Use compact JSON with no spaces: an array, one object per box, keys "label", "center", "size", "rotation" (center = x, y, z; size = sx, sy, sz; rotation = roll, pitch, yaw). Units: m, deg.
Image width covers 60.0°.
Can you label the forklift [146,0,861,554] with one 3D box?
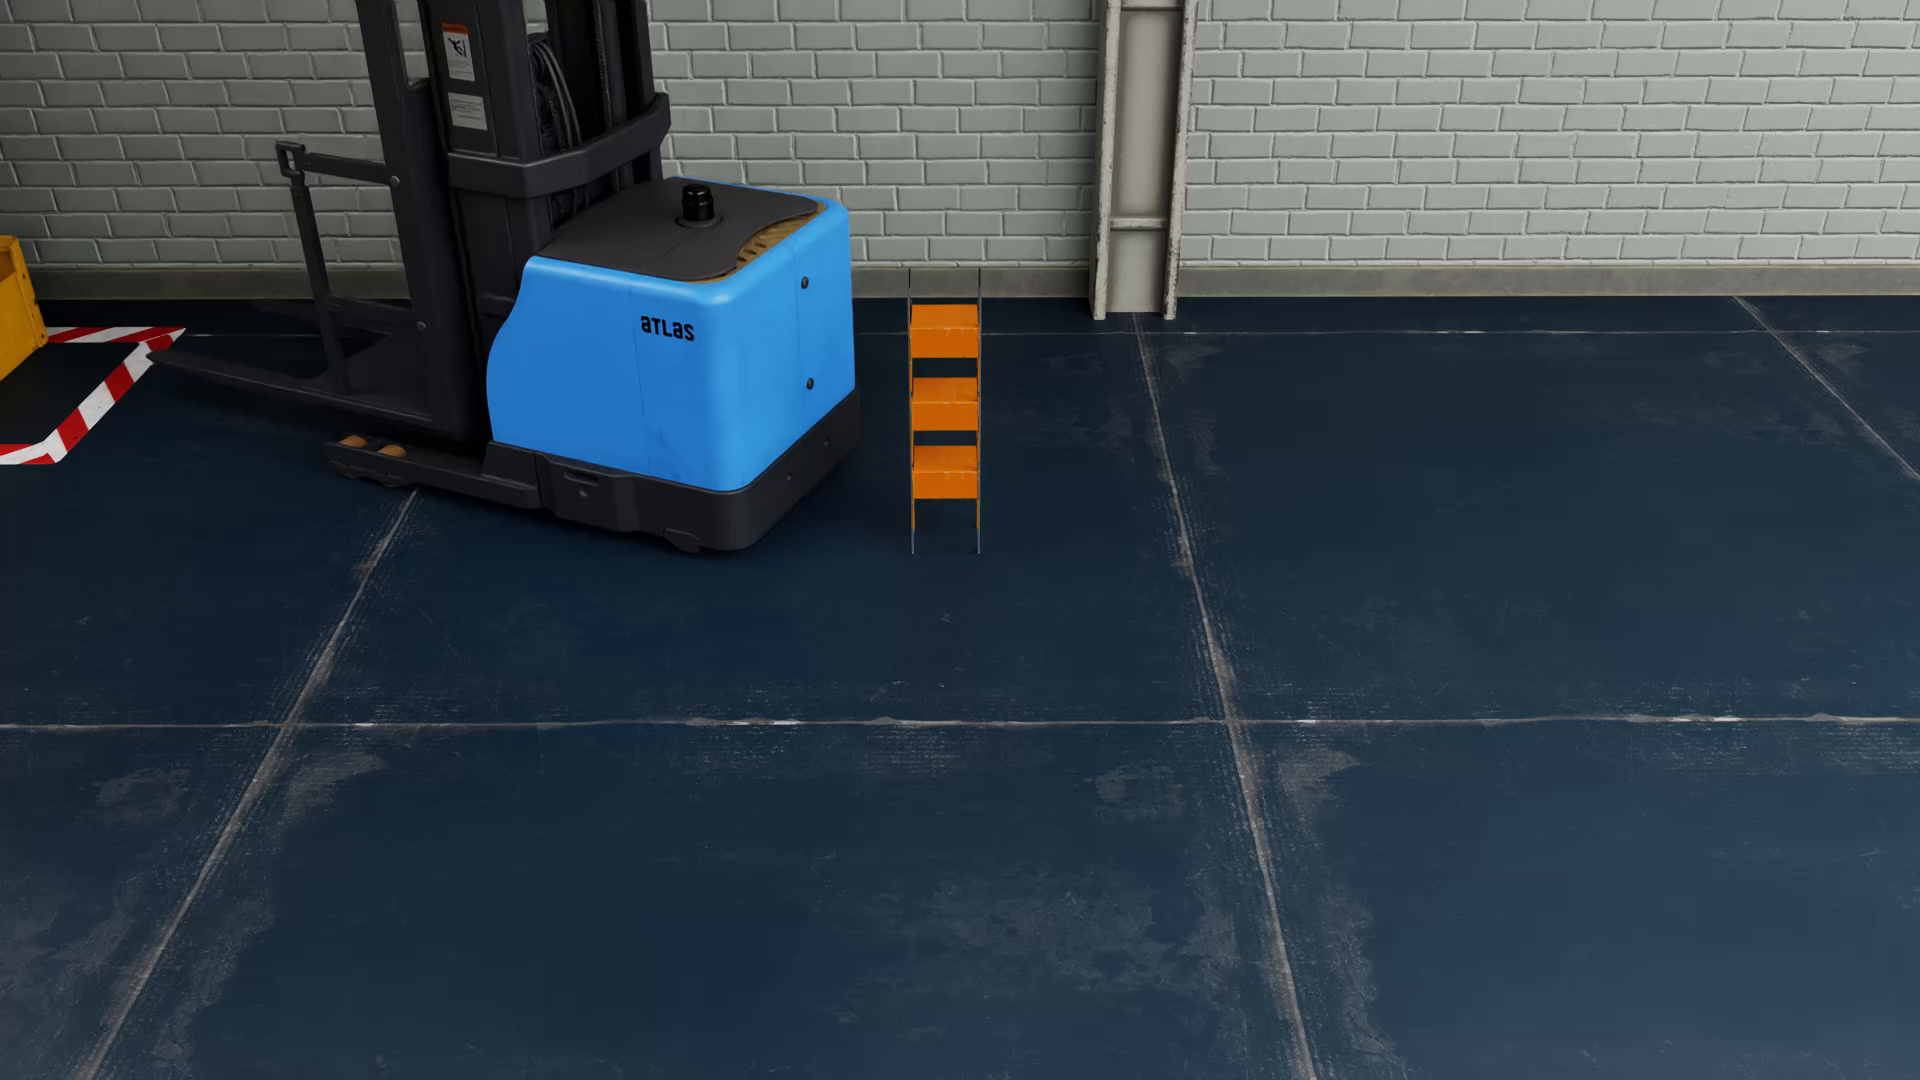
[{"label":"forklift","center":[-1.969,-1.697,6.221],"size":[3.031,2.935,1.130],"rotation":[13,33,20]}]

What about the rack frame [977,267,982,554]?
[{"label":"rack frame","center":[0.068,-0.449,5.978],"size":[0.008,1.050,0.200],"rotation":[0,31,0]}]

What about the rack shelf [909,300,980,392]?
[{"label":"rack shelf","center":[-0.054,-0.682,5.836],"size":[0.240,0.259,0.215],"rotation":[0,31,0]}]

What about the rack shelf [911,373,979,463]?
[{"label":"rack shelf","center":[-0.054,-0.440,5.983],"size":[0.240,0.259,0.215],"rotation":[0,31,0]}]

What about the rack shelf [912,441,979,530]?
[{"label":"rack shelf","center":[-0.054,-0.202,6.127],"size":[0.240,0.259,0.215],"rotation":[0,31,0]}]

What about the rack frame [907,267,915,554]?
[{"label":"rack frame","center":[-0.176,-0.448,5.977],"size":[0.008,1.050,0.200],"rotation":[0,31,0]}]

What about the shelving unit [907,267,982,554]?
[{"label":"shelving unit","center":[-0.054,-0.449,5.977],"size":[0.252,1.050,0.215],"rotation":[0,31,0]}]

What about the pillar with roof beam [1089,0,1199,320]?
[{"label":"pillar with roof beam","center":[0.863,-2.755,2.116],"size":[0.400,9.000,9.100],"rotation":[0,31,0]}]

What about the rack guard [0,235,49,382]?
[{"label":"rack guard","center":[-4.437,-0.871,7.203],"size":[0.348,0.500,1.175],"rotation":[0,31,0]}]
